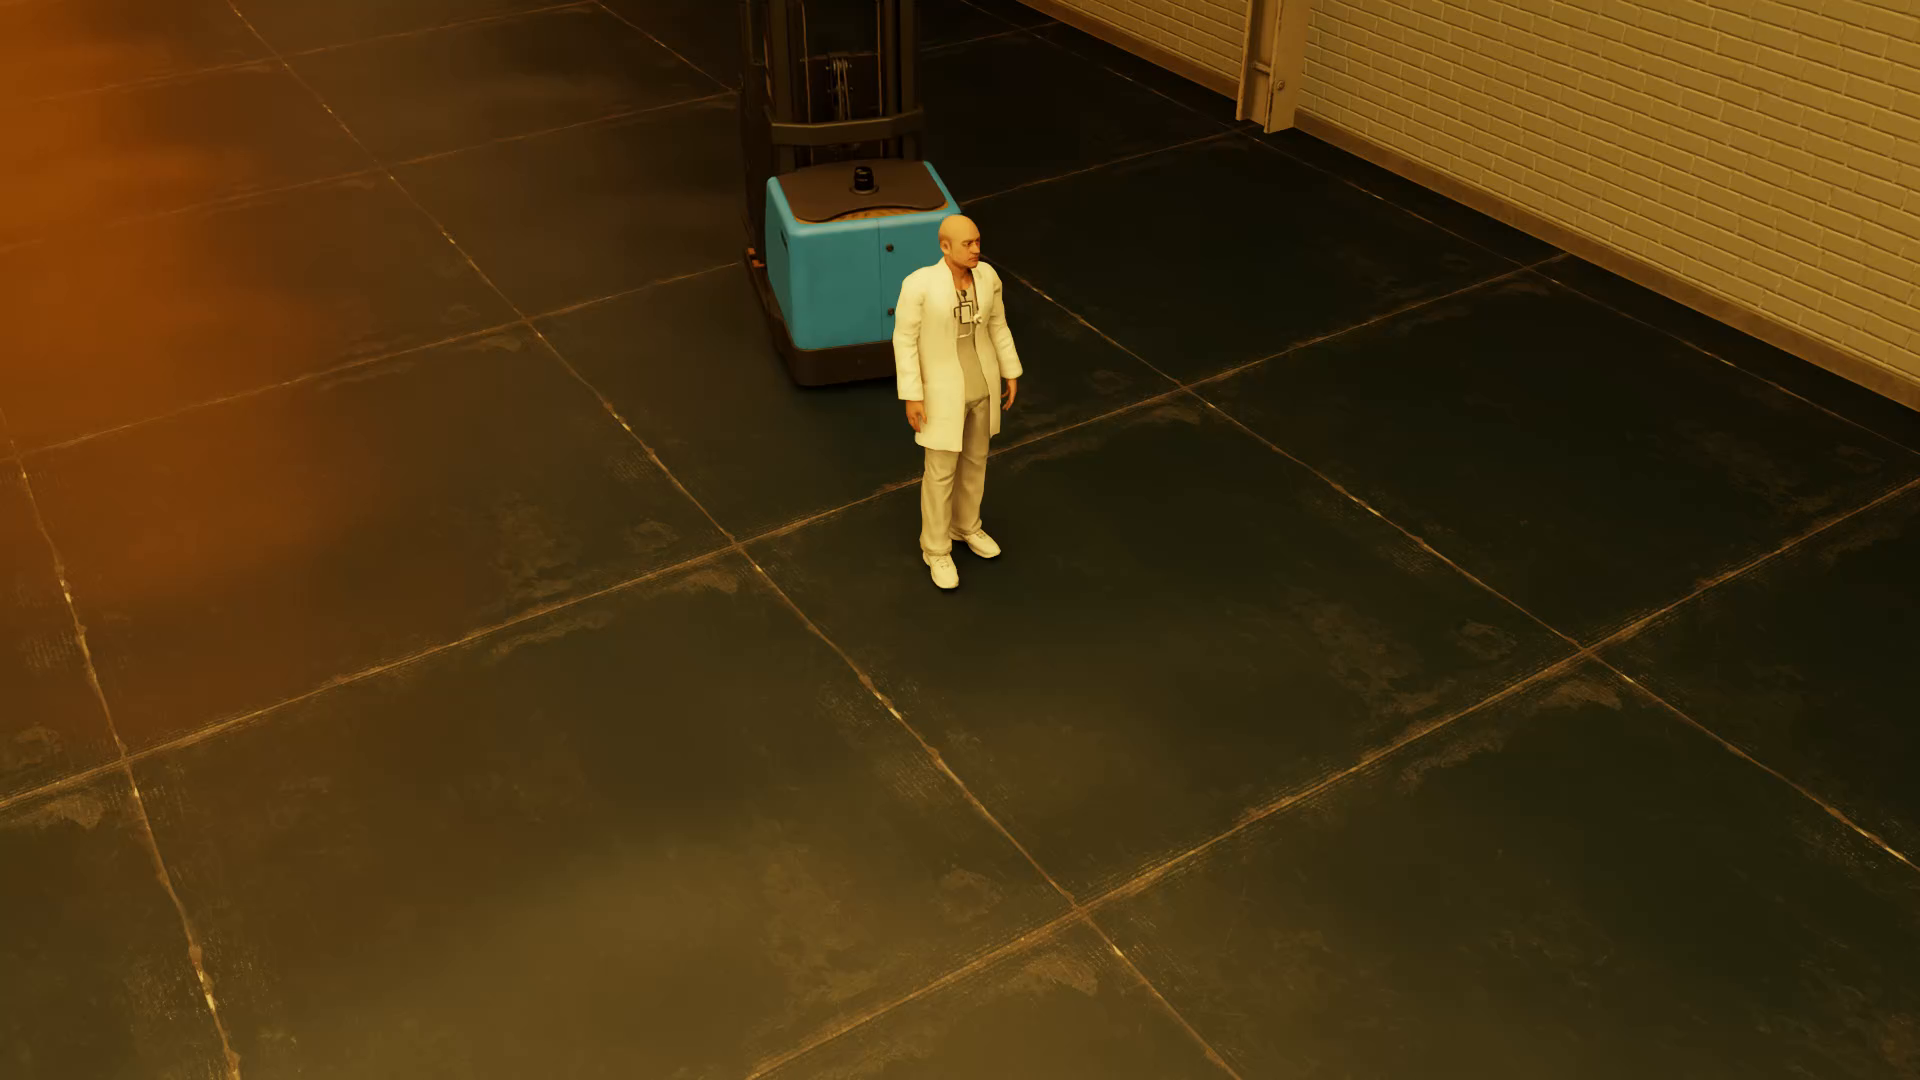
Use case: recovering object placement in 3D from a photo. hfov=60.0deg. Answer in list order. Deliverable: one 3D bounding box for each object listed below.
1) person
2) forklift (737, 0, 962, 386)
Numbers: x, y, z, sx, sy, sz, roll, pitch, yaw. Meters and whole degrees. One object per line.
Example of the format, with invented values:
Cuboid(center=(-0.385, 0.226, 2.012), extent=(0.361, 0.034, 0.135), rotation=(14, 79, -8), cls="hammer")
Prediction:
Cuboid(center=(0.047, -0.688, 8.117), extent=(0.698, 1.777, 0.578), rotation=(-21, 40, -27), cls="person")
Cuboid(center=(-0.844, -2.957, 10.355), extent=(1.130, 2.935, 3.031), rotation=(-9, 36, -12), cls="forklift")
